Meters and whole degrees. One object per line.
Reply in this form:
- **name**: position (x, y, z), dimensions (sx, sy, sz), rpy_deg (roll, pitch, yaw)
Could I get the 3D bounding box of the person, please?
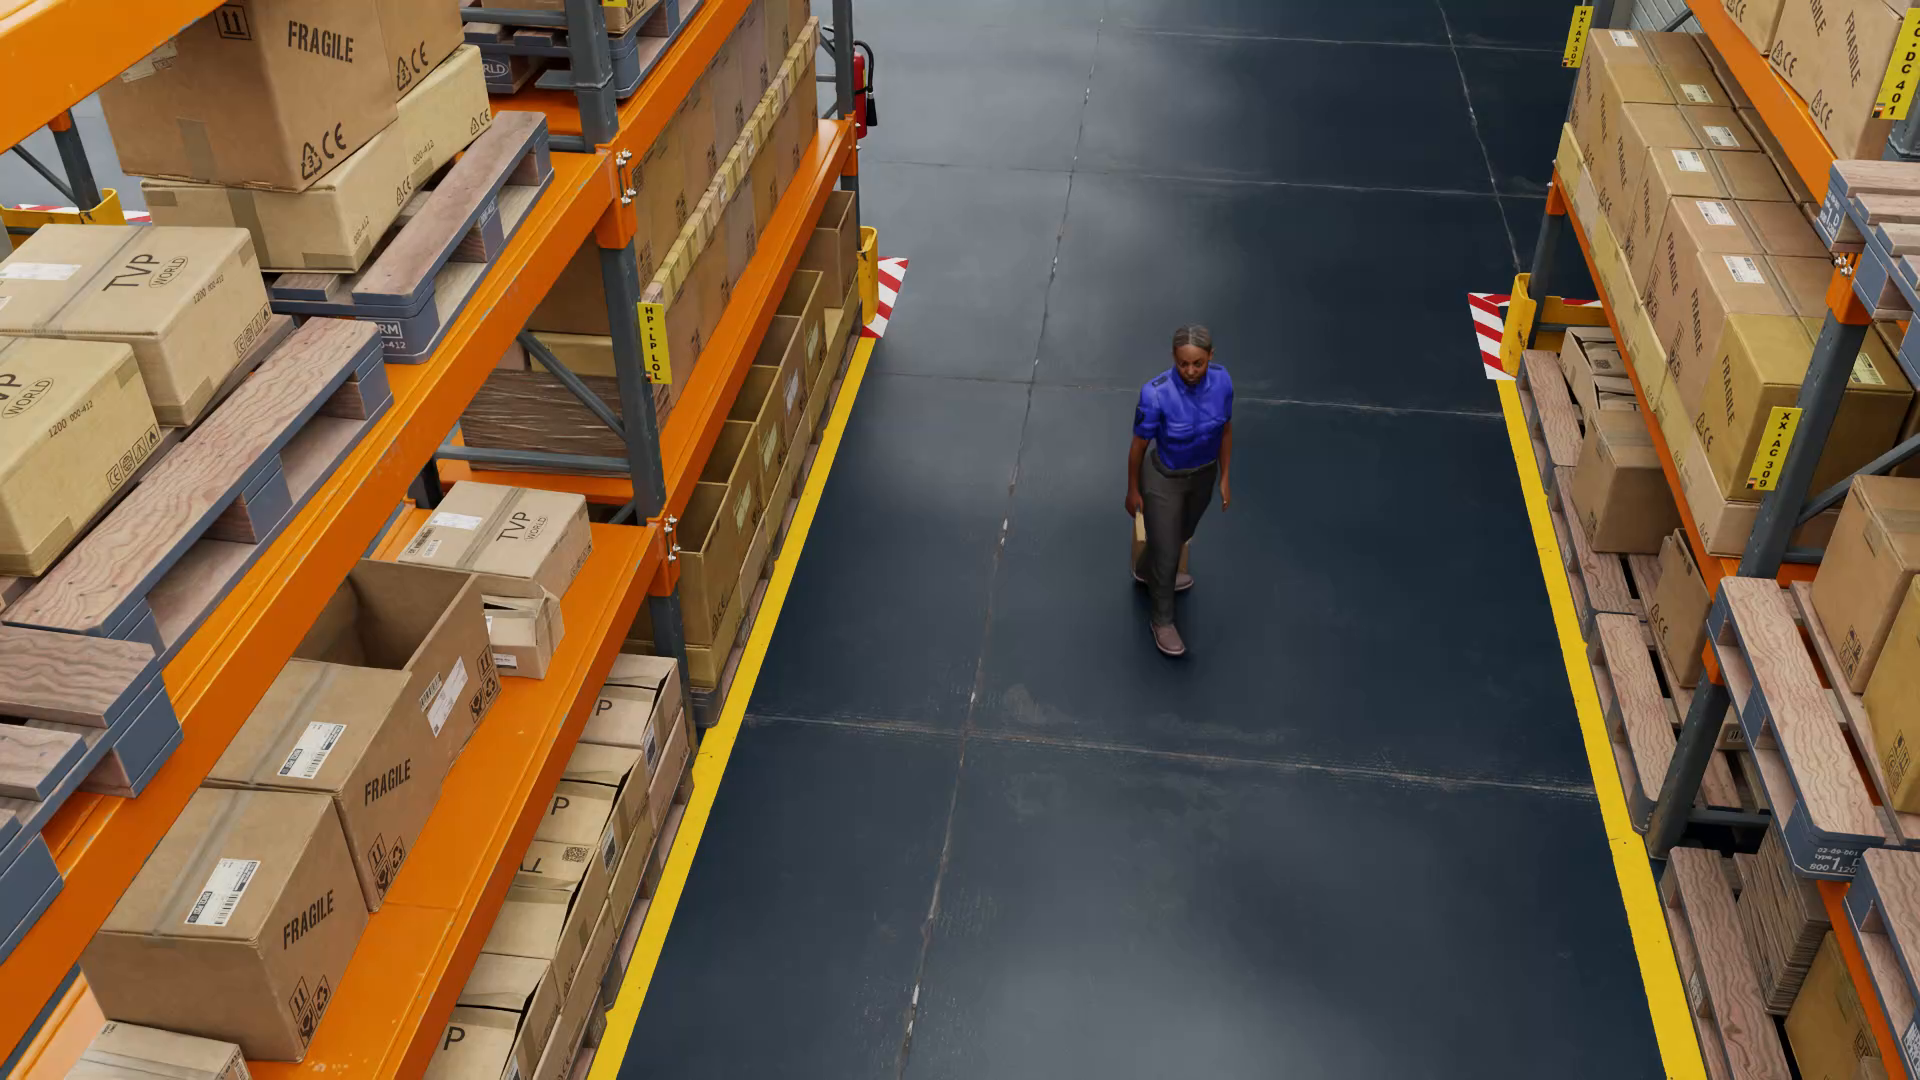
- **person**: position (0.961, -0.296, 7.441), dimensions (0.504, 1.641, 0.606), rpy_deg (-16, 39, -21)
